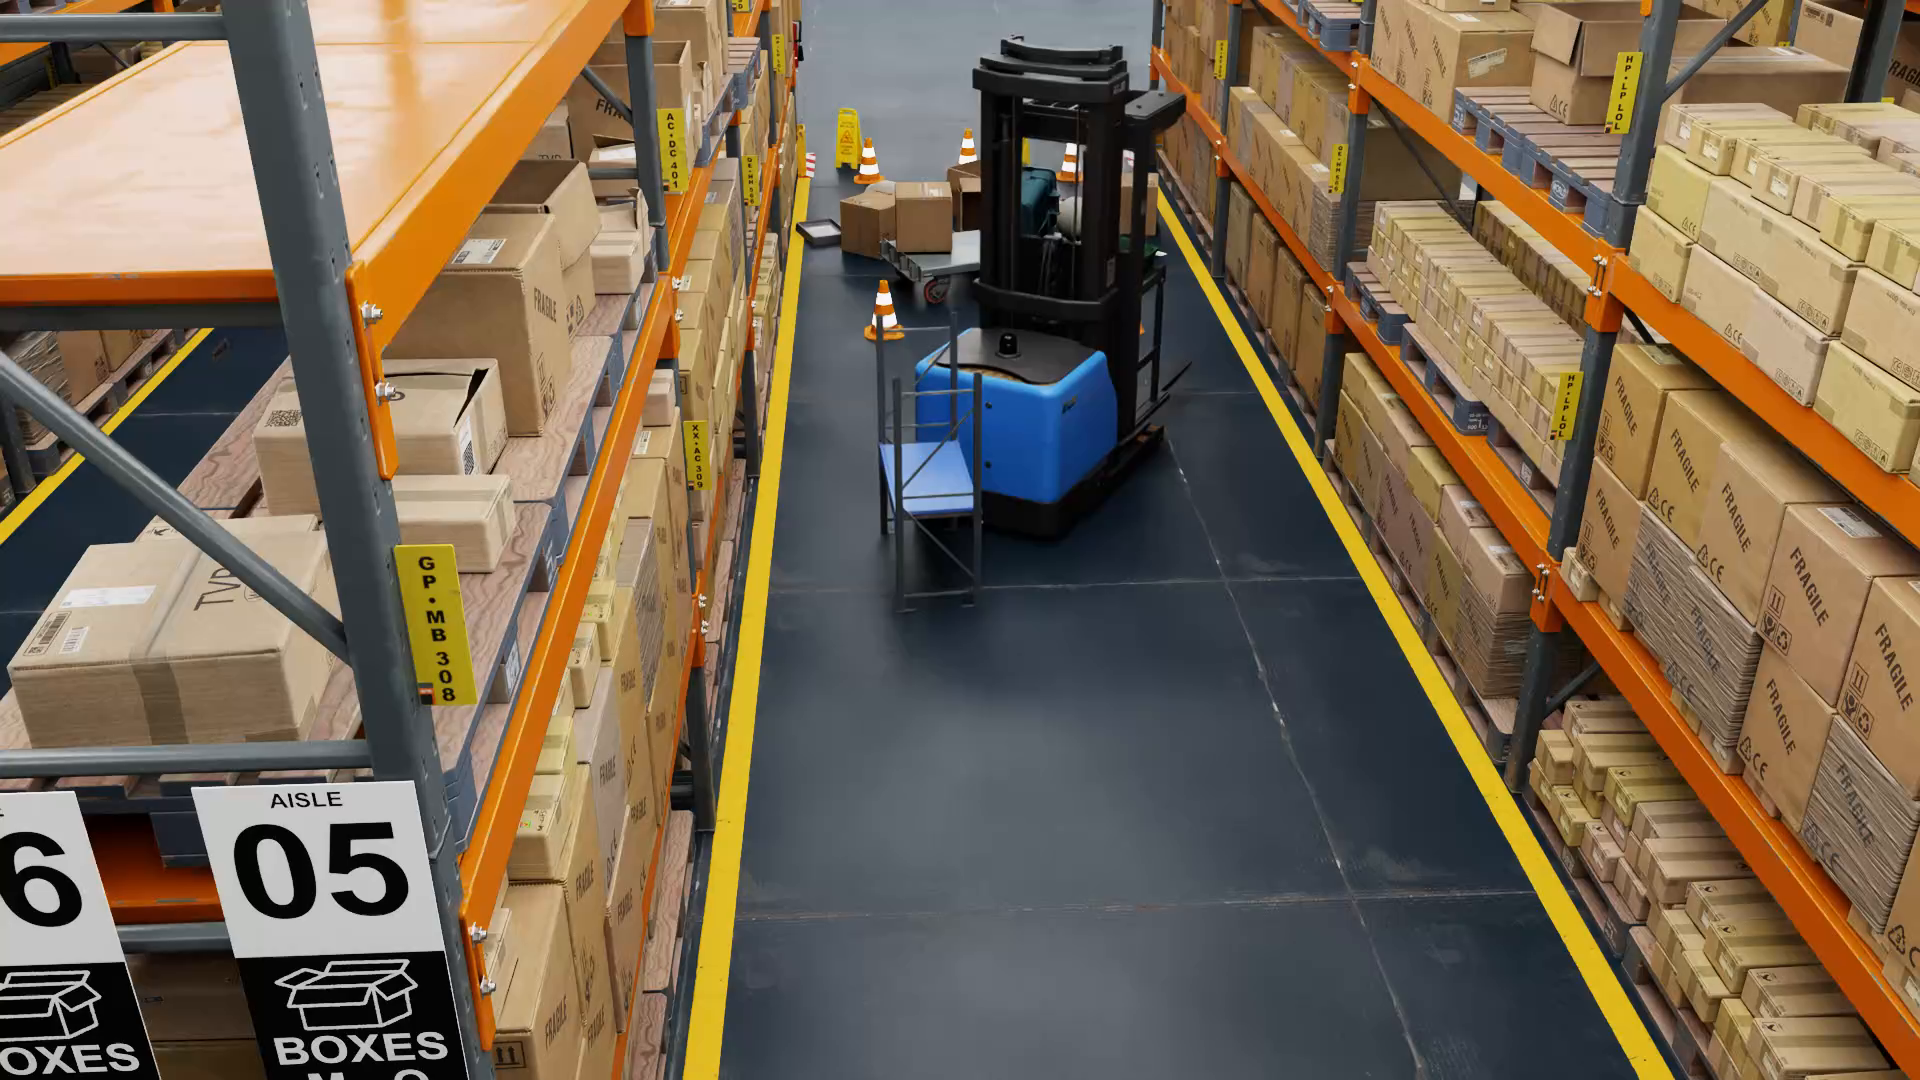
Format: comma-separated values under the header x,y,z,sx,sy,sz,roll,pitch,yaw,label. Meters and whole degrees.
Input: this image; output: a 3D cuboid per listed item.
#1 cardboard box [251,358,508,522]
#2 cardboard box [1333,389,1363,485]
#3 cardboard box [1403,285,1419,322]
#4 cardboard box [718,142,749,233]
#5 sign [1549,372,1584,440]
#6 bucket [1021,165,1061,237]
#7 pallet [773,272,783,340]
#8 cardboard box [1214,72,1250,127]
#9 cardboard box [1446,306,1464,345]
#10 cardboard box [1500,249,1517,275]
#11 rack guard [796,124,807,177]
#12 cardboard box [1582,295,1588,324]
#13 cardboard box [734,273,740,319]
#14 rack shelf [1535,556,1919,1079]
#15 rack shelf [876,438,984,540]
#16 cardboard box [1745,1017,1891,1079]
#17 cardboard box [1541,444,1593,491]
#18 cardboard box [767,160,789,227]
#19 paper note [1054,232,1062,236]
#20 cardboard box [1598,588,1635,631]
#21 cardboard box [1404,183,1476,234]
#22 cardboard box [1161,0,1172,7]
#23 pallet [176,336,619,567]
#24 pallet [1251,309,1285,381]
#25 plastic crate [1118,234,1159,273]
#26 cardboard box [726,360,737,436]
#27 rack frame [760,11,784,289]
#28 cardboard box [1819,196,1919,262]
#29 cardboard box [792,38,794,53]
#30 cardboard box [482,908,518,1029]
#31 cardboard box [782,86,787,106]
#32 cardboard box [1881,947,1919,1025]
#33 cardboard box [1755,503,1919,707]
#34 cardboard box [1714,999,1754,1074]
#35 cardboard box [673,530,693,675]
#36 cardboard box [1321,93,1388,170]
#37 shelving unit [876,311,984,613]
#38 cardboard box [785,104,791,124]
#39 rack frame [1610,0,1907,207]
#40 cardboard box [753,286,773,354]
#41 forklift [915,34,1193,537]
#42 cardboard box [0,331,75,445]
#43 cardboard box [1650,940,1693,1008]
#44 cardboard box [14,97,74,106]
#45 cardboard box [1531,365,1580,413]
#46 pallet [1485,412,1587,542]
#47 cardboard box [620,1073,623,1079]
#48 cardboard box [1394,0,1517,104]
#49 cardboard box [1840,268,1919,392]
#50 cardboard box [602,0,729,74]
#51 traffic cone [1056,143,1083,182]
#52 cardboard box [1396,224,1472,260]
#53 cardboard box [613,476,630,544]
x,y,z,sx,sy,sz,roll,pitch,yaw,label
-1.507,-0.297,4.365,0.500,0.311,0.500,-1,28,-2,cardboard box
2.824,-0.689,11.076,0.500,0.500,0.500,-3,28,-5,cardboard box
2.908,-1.434,10.073,0.380,0.149,0.250,0,28,0,cardboard box
-1.688,-2.353,11.135,0.500,0.500,0.500,-2,28,-4,cardboard box
2.697,-0.595,7.395,0.100,0.325,0.005,-1,28,-3,sign
0.524,-3.021,15.194,0.726,0.611,0.620,8,39,15,bucket
-2.063,-2.029,14.412,1.003,0.211,1.213,-1,28,-3,pallet
2.802,-4.028,15.066,0.875,0.550,0.550,-1,28,-3,cardboard box
2.953,-1.203,9.309,0.380,0.149,0.250,0,28,-1,cardboard box
3.554,-1.689,10.240,0.380,0.149,0.250,-1,28,-1,cardboard box
-2.310,-4.329,18.509,1.175,0.500,0.348,-1,28,-3,rack guard
3.621,-1.225,9.030,0.380,0.149,0.250,0,28,-1,cardboard box
-1.587,-1.478,9.963,0.500,0.250,0.500,-2,28,-4,cardboard box
3.355,1.146,6.087,1.077,0.370,4.000,-1,28,-3,rack shelf
-0.195,-0.325,10.141,0.538,0.185,1.000,-4,28,-7,rack shelf
3.063,1.849,5.947,0.380,0.149,0.250,0,28,-1,cardboard box
3.032,-0.350,7.995,0.380,0.149,0.250,-2,28,-4,cardboard box
-1.866,-3.203,15.357,0.500,0.500,0.500,0,28,0,cardboard box
0.935,-3.054,16.581,0.172,0.023,0.155,8,29,15,paper note
3.027,0.271,7.258,0.380,0.149,0.250,-1,28,-1,cardboard box
3.288,-2.202,11.620,0.500,0.500,0.500,-1,28,-2,cardboard box
2.605,-6.011,17.702,0.875,0.550,0.550,-1,28,-3,cardboard box
-1.594,-0.281,4.897,1.003,0.211,1.213,-1,28,-3,pallet
3.015,-1.635,13.657,1.003,0.211,1.213,-1,28,-3,pallet
1.516,-2.618,15.505,0.450,0.188,0.662,22,34,18,plastic crate
-1.503,-0.780,9.165,0.500,0.250,0.500,-2,28,-3,cardboard box
-2.105,-3.625,14.456,1.000,3.000,0.127,-1,28,-3,rack frame
3.045,-1.010,5.390,0.380,0.149,0.250,0,28,0,cardboard box
-2.010,-5.404,17.438,0.500,0.500,0.500,-2,28,-4,cardboard box
-1.220,0.971,3.754,0.380,0.149,0.250,-1,28,-2,cardboard box
-1.858,-4.258,15.941,0.380,0.149,0.250,-1,28,-2,cardboard box
3.120,1.370,5.151,0.380,0.149,0.250,-1,28,-1,cardboard box
3.094,0.208,5.597,0.500,0.500,0.500,-2,28,-4,cardboard box
3.084,1.862,6.243,0.380,0.149,0.250,0,28,0,cardboard box
-1.408,0.233,6.951,0.500,0.500,0.500,-1,28,-2,cardboard box
3.001,-2.873,11.825,0.700,0.500,0.500,-2,28,-3,cardboard box
-0.195,-0.485,10.058,0.538,1.500,1.048,-4,28,-7,shelving unit
-1.903,-4.290,16.738,0.380,0.149,0.250,0,28,0,cardboard box
3.251,-2.756,6.304,1.000,3.000,0.127,-1,28,-3,rack frame
-1.996,-1.751,13.251,0.950,0.372,0.625,0,28,-1,cardboard box
0.823,-1.969,11.355,1.130,2.935,3.031,14,30,24,forklift
-6.872,-1.078,11.686,0.875,0.625,0.625,-1,28,-1,cardboard box
3.057,1.755,6.769,0.380,0.149,0.250,-2,28,-4,cardboard box
-7.284,-3.427,13.268,0.380,0.149,0.250,-1,28,-3,cardboard box
3.020,-0.740,8.099,0.380,0.149,0.250,-2,28,-4,cardboard box
3.356,-0.368,8.419,1.003,0.211,1.213,-1,28,-3,pallet
-1.669,2.142,5.716,0.875,0.438,0.875,-1,28,-1,cardboard box
2.839,-2.817,9.556,0.500,0.500,0.500,-1,28,-3,cardboard box
3.115,-0.647,5.125,0.500,0.250,0.500,-3,28,-5,cardboard box
-1.655,-2.885,9.233,0.700,0.500,0.500,-3,28,-5,cardboard box
1.234,-4.234,18.367,0.336,0.463,0.334,-1,28,-3,traffic cone
2.898,-1.827,10.183,0.380,0.149,0.250,-2,28,-3,cardboard box
-1.364,-0.100,5.807,0.380,0.149,0.250,-2,28,-3,cardboard box
